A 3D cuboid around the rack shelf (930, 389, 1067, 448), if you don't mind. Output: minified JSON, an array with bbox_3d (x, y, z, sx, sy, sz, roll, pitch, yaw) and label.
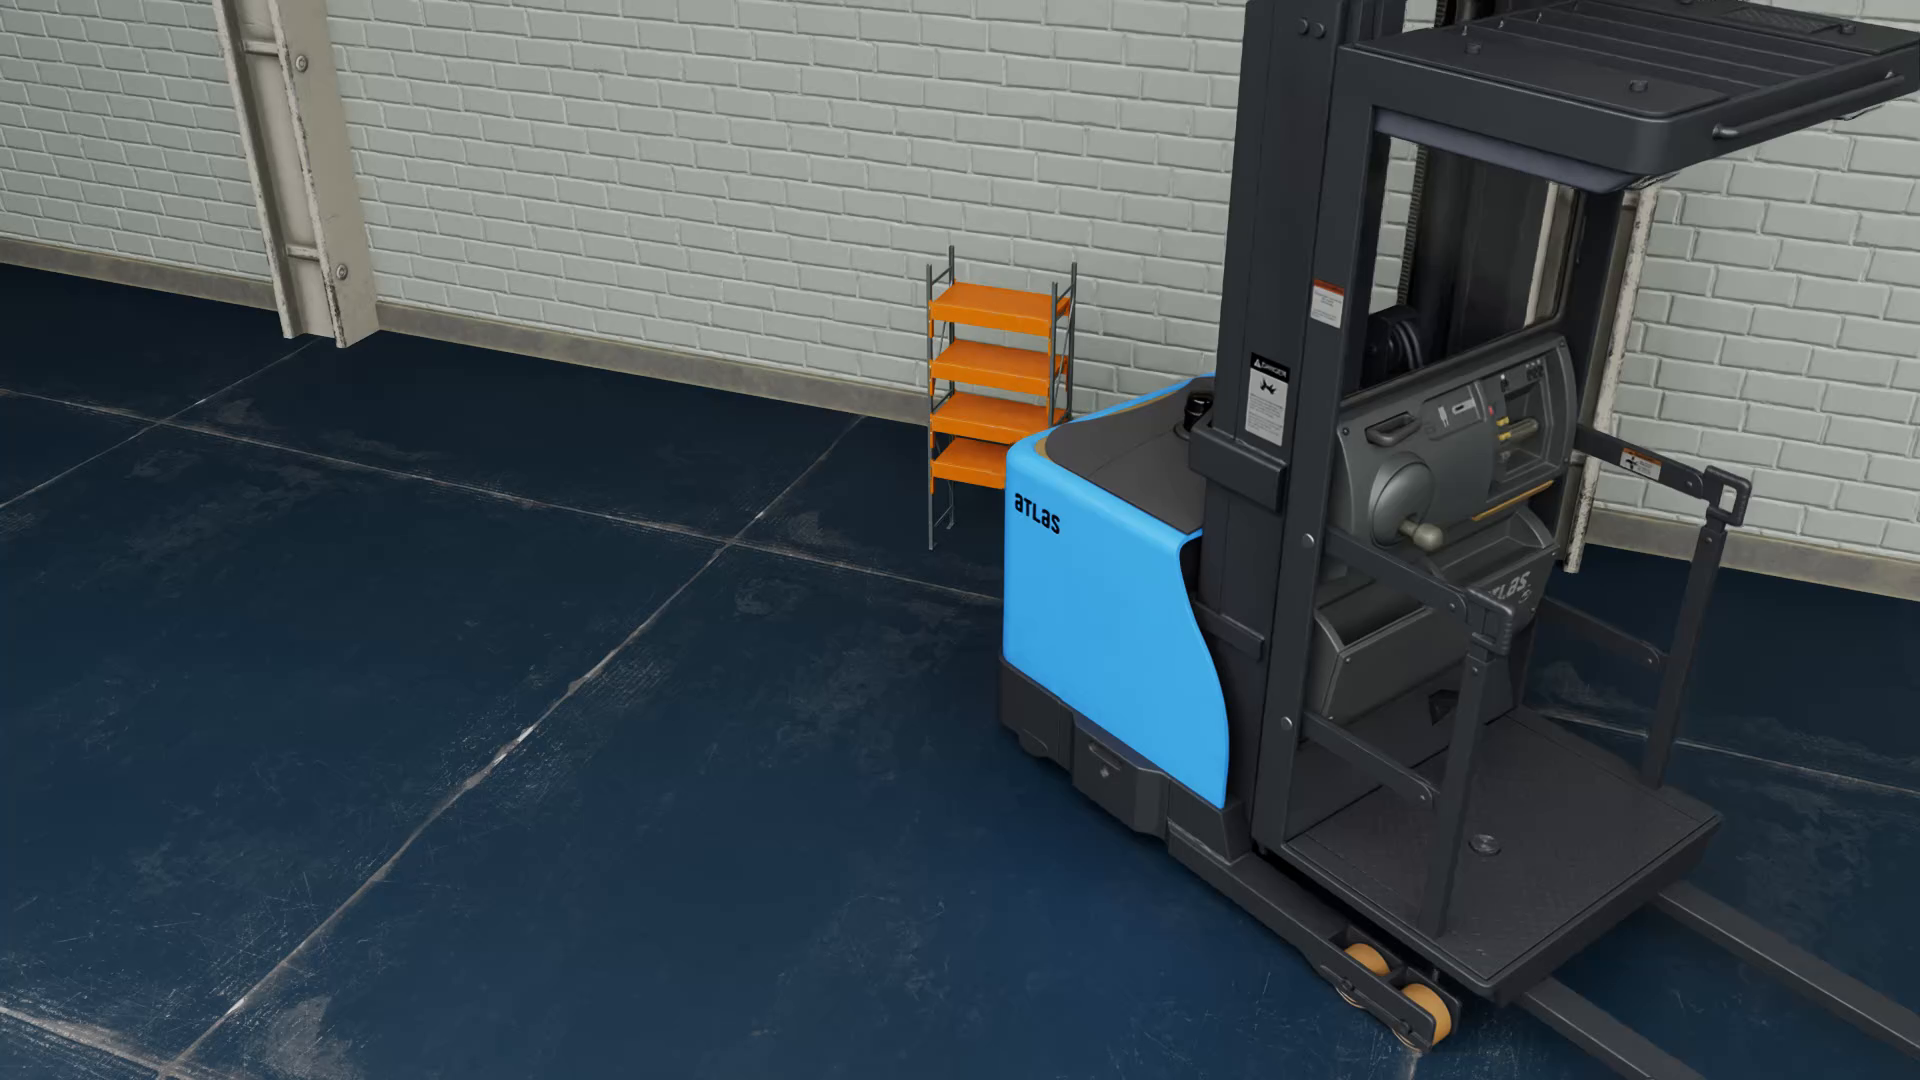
[{"bbox_3d":[0.153,-0.433,6.434,0.480,0.148,0.258,11,31,19],"label":"rack shelf"}]

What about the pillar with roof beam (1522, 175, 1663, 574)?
[{"bbox_3d":[0.677,-1.929,1.018,0.400,9.000,9.100,11,31,19],"label":"pillar with roof beam"}]

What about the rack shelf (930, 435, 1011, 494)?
[{"bbox_3d":[0.153,-0.260,6.531,0.480,0.148,0.258,11,31,19],"label":"rack shelf"}]

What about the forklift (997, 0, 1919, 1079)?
[{"bbox_3d":[1.427,-0.213,4.149,1.130,2.935,3.031,-21,36,-32],"label":"forklift"}]

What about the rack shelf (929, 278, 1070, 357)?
[{"bbox_3d":[0.153,-0.834,6.207,0.480,0.148,0.258,11,31,19],"label":"rack shelf"}]

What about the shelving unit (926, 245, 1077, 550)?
[{"bbox_3d":[0.153,-0.492,6.401,0.503,1.200,0.258,11,31,19],"label":"shelving unit"}]

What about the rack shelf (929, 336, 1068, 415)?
[{"bbox_3d":[0.153,-0.628,6.324,0.480,0.148,0.258,11,31,19],"label":"rack shelf"}]

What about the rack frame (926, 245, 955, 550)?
[{"bbox_3d":[-0.073,-0.537,6.480,0.015,1.200,0.240,11,31,19],"label":"rack frame"}]

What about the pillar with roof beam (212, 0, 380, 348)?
[{"bbox_3d":[-4.883,-3.039,2.981,0.400,9.000,9.100,11,31,19],"label":"pillar with roof beam"}]

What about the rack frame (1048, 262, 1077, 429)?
[{"bbox_3d":[0.379,-0.447,6.321,0.015,1.200,0.240,11,31,19],"label":"rack frame"}]
